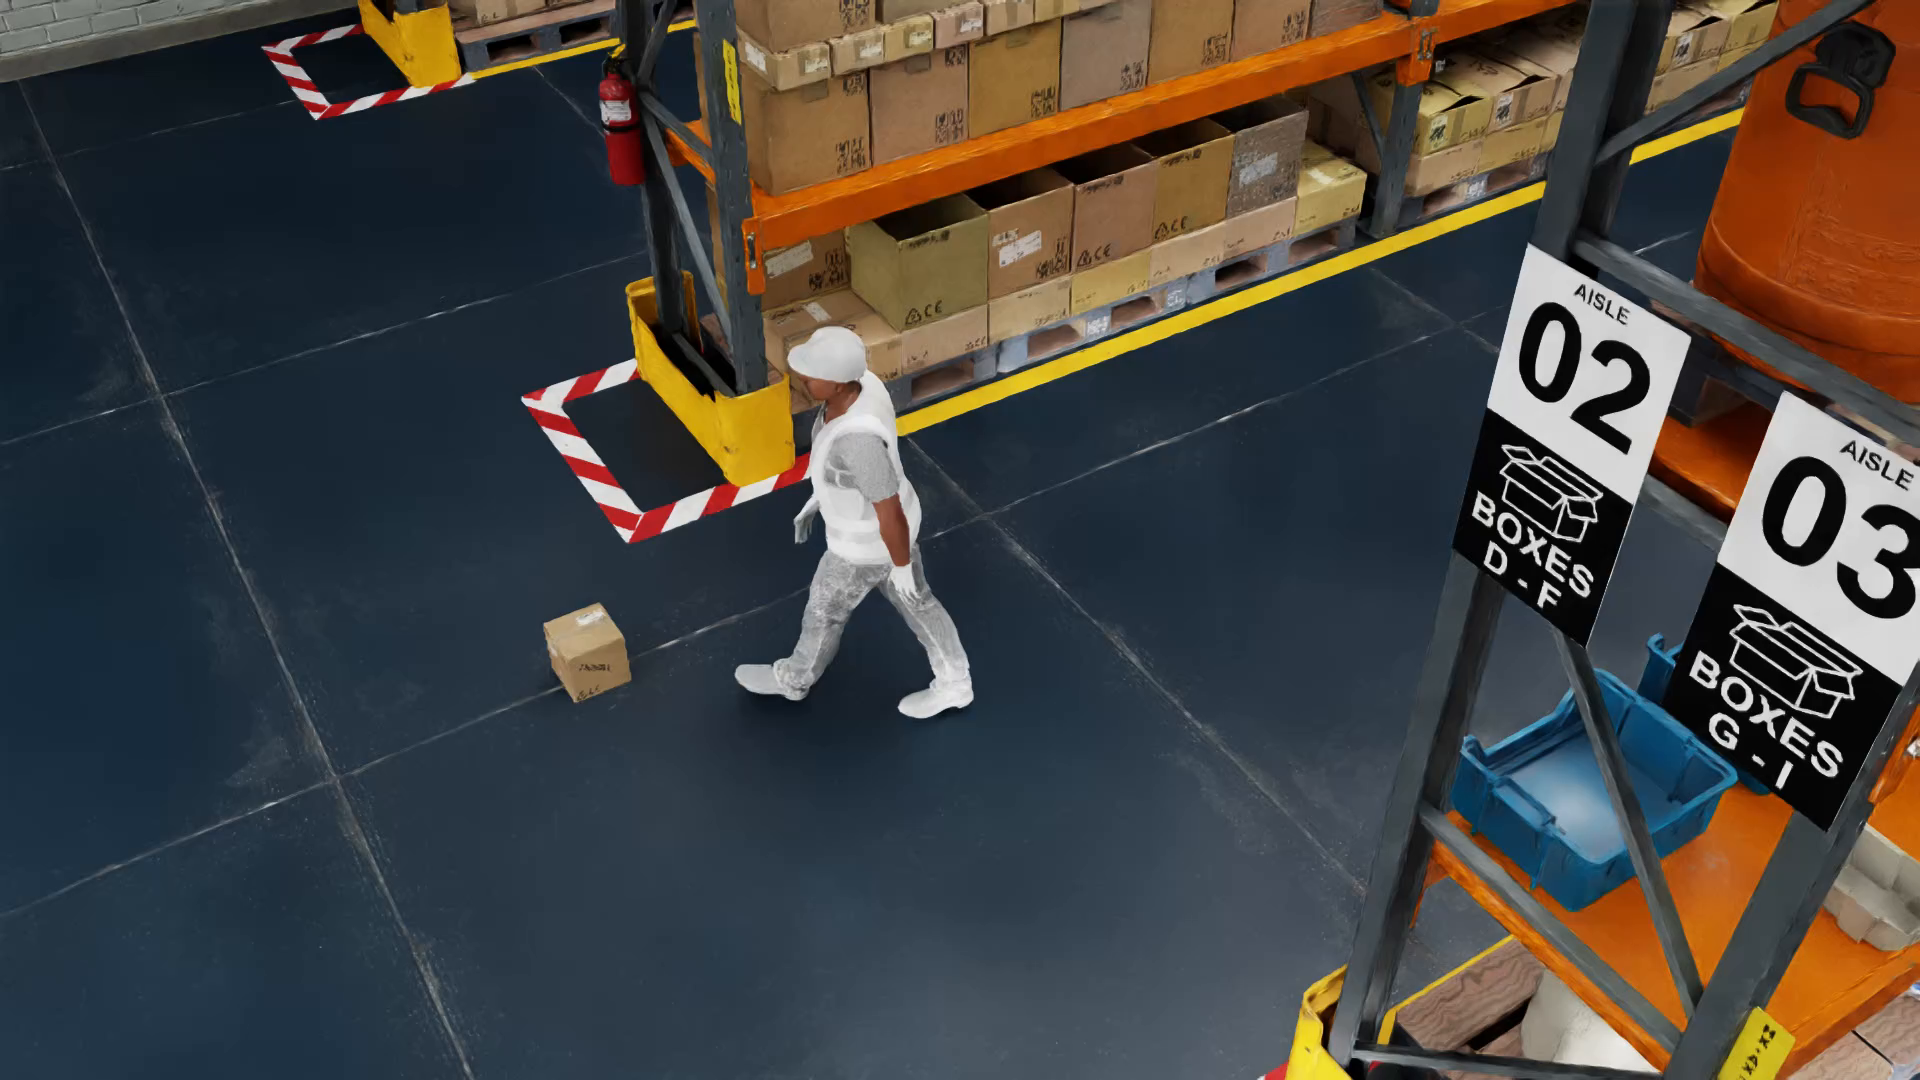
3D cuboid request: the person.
[{"bbox_3d":[-0.416,-0.057,6.215,0.955,1.740,0.536,10,41,11],"label":"person"}]
